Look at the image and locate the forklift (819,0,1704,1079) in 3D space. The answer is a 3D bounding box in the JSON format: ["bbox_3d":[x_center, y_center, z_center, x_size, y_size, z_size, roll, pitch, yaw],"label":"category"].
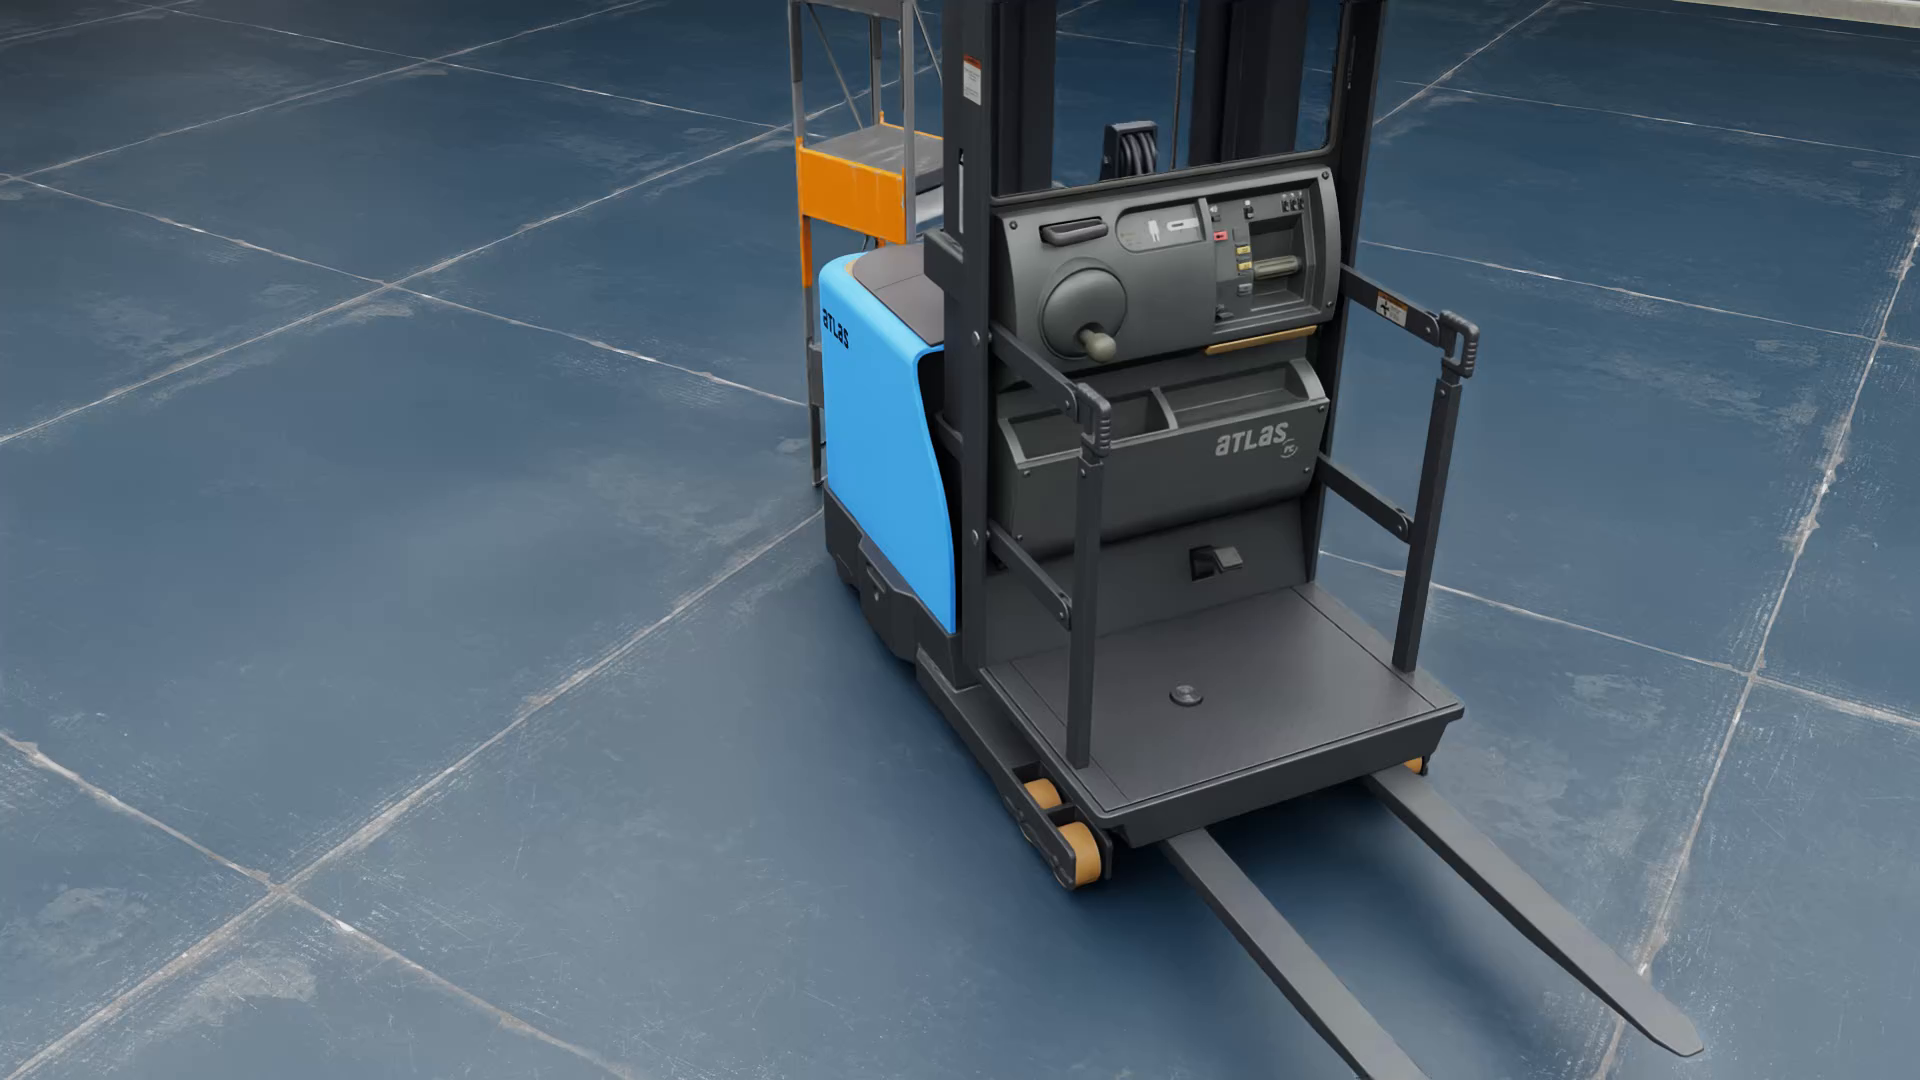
[{"bbox_3d":[0.626,-0.632,3.924,1.130,2.935,3.031,-13,33,-21],"label":"forklift"}]

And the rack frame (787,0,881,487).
[{"bbox_3d":[-0.405,-1.180,5.689,0.015,2.100,0.400,24,38,34],"label":"rack frame"}]

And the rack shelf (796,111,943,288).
[{"bbox_3d":[-0.221,-1.087,5.557,0.480,0.518,0.431,24,38,34],"label":"rack shelf"}]

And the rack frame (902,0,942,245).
[{"bbox_3d":[-0.037,-1.019,5.412,0.015,2.100,0.400,24,38,34],"label":"rack frame"}]

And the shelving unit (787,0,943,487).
[{"bbox_3d":[-0.221,-1.099,5.551,0.503,2.100,0.431,24,38,34],"label":"shelving unit"}]

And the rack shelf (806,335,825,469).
[{"bbox_3d":[-0.221,-0.483,5.910,0.480,0.518,0.431,24,38,34],"label":"rack shelf"}]

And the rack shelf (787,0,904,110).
[{"bbox_3d":[-0.221,-1.692,5.205,0.480,0.518,0.431,24,38,34],"label":"rack shelf"}]
